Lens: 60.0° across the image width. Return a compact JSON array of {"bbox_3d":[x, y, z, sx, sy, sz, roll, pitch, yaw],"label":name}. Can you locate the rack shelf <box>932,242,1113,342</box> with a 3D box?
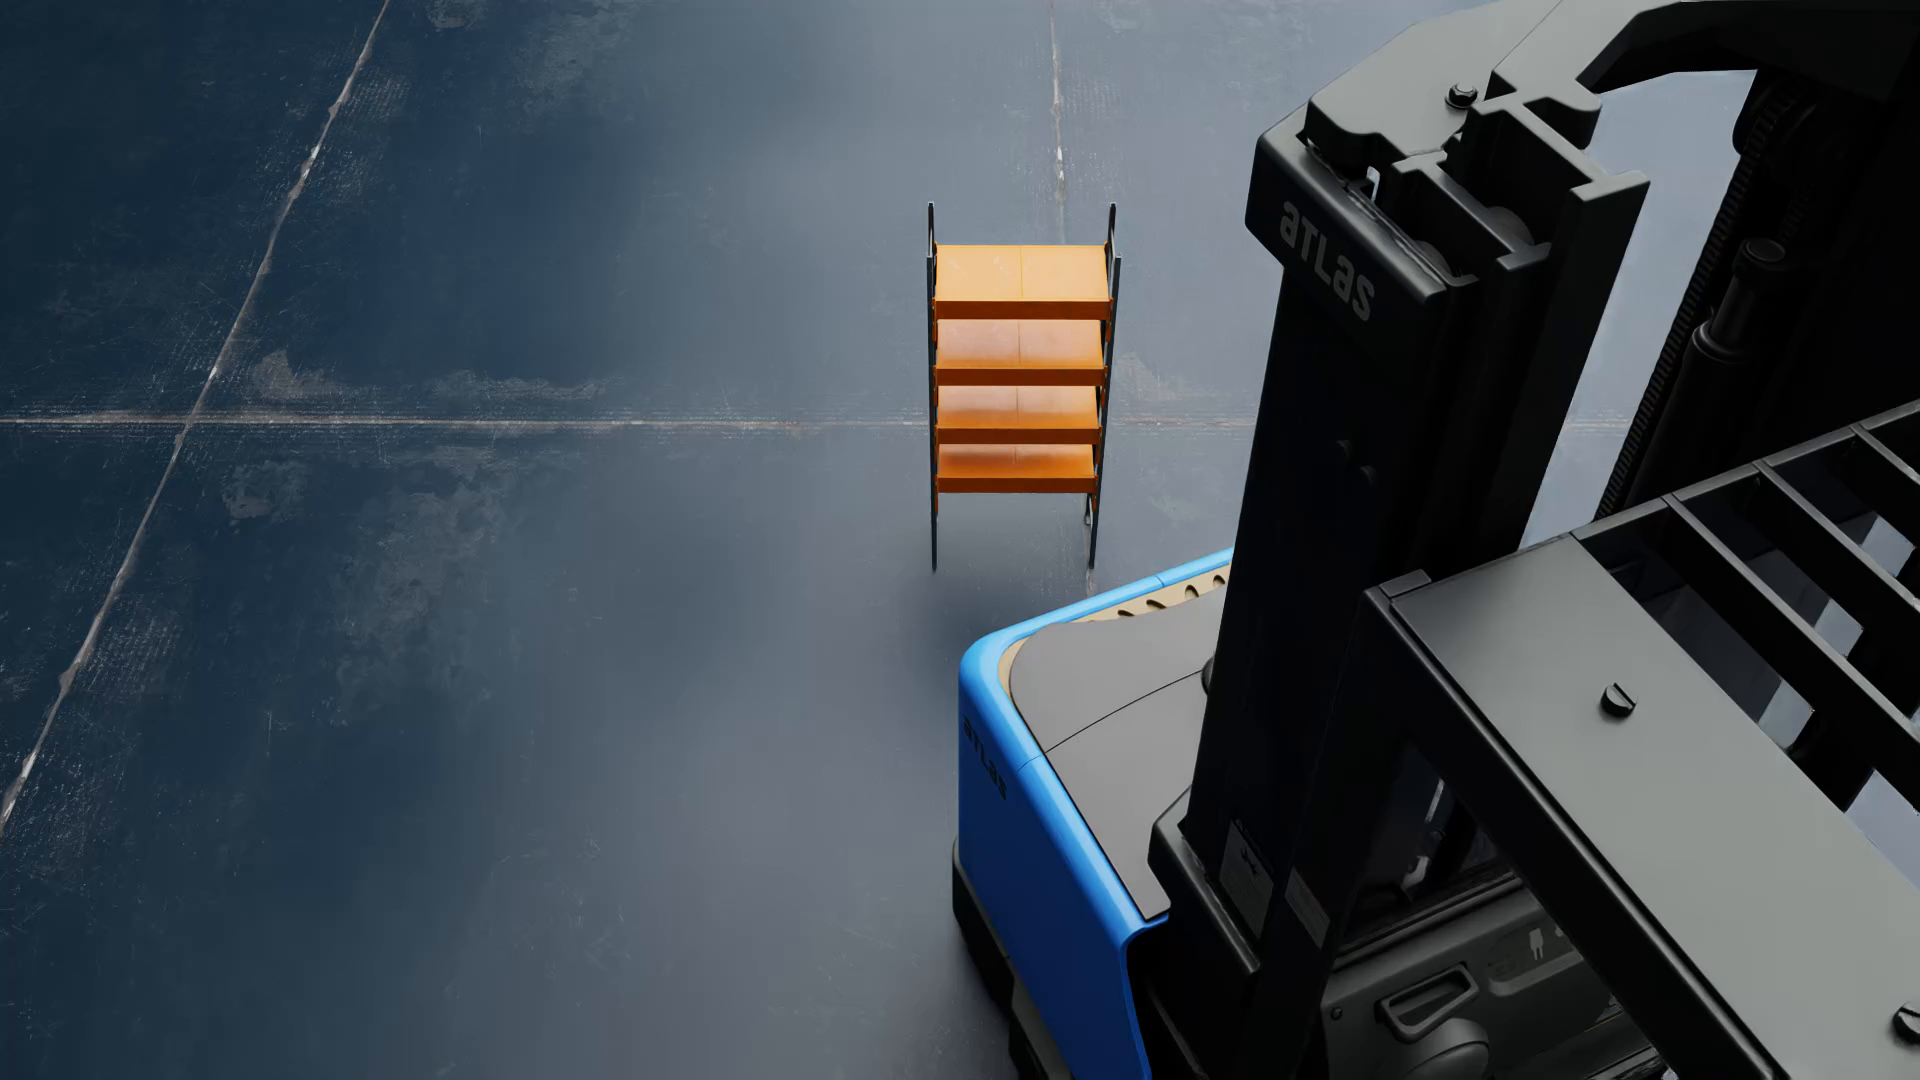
[{"bbox_3d":[0.166,-0.676,4.523,0.480,0.148,0.258,0,47,0],"label":"rack shelf"}]

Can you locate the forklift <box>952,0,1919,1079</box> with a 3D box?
[{"bbox_3d":[1.056,0.792,2.511,1.130,2.935,3.031,-19,50,-17],"label":"forklift"}]

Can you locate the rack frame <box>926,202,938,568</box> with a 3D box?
[{"bbox_3d":[-0.078,-0.409,4.811,0.015,1.200,0.240,0,47,0],"label":"rack frame"}]

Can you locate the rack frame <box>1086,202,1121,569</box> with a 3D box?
[{"bbox_3d":[0.410,-0.408,4.810,0.015,1.200,0.240,0,47,0],"label":"rack frame"}]

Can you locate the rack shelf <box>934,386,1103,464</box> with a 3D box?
[{"bbox_3d":[0.166,-0.362,4.860,0.480,0.148,0.258,0,47,0],"label":"rack shelf"}]

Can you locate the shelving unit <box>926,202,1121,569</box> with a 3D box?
[{"bbox_3d":[0.166,-0.408,4.810,0.503,1.200,0.258,0,47,0],"label":"shelving unit"}]

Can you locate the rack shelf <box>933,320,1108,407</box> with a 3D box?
[{"bbox_3d":[0.166,-0.515,4.696,0.480,0.148,0.258,0,47,0],"label":"rack shelf"}]

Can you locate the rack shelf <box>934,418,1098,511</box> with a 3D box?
[{"bbox_3d":[0.166,-0.227,5.005,0.480,0.148,0.258,0,47,0],"label":"rack shelf"}]
